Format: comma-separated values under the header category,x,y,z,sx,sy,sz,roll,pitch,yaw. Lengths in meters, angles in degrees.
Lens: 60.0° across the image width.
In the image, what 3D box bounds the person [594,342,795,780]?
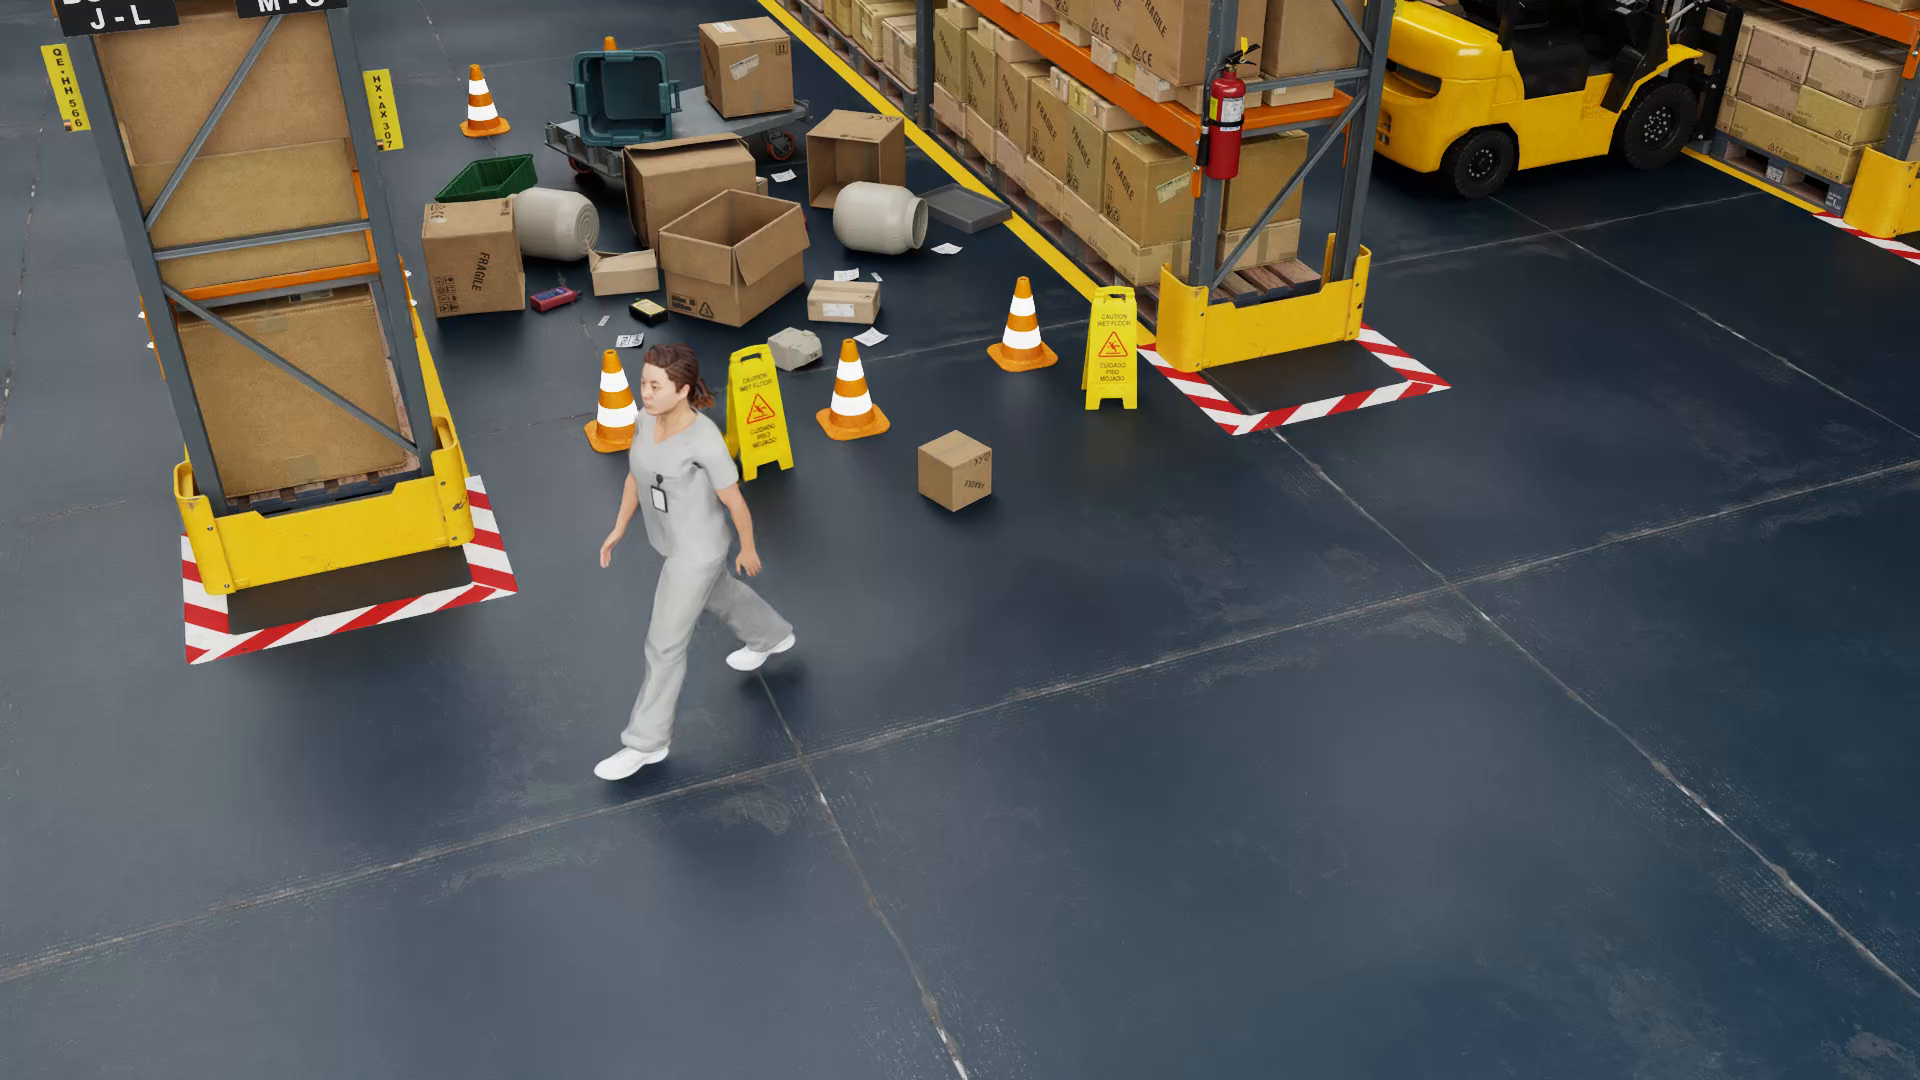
category,x,y,z,sx,sy,sz,roll,pitch,yaw
person,-1.031,0.019,6.126,1.047,1.591,0.473,-27,42,-34
